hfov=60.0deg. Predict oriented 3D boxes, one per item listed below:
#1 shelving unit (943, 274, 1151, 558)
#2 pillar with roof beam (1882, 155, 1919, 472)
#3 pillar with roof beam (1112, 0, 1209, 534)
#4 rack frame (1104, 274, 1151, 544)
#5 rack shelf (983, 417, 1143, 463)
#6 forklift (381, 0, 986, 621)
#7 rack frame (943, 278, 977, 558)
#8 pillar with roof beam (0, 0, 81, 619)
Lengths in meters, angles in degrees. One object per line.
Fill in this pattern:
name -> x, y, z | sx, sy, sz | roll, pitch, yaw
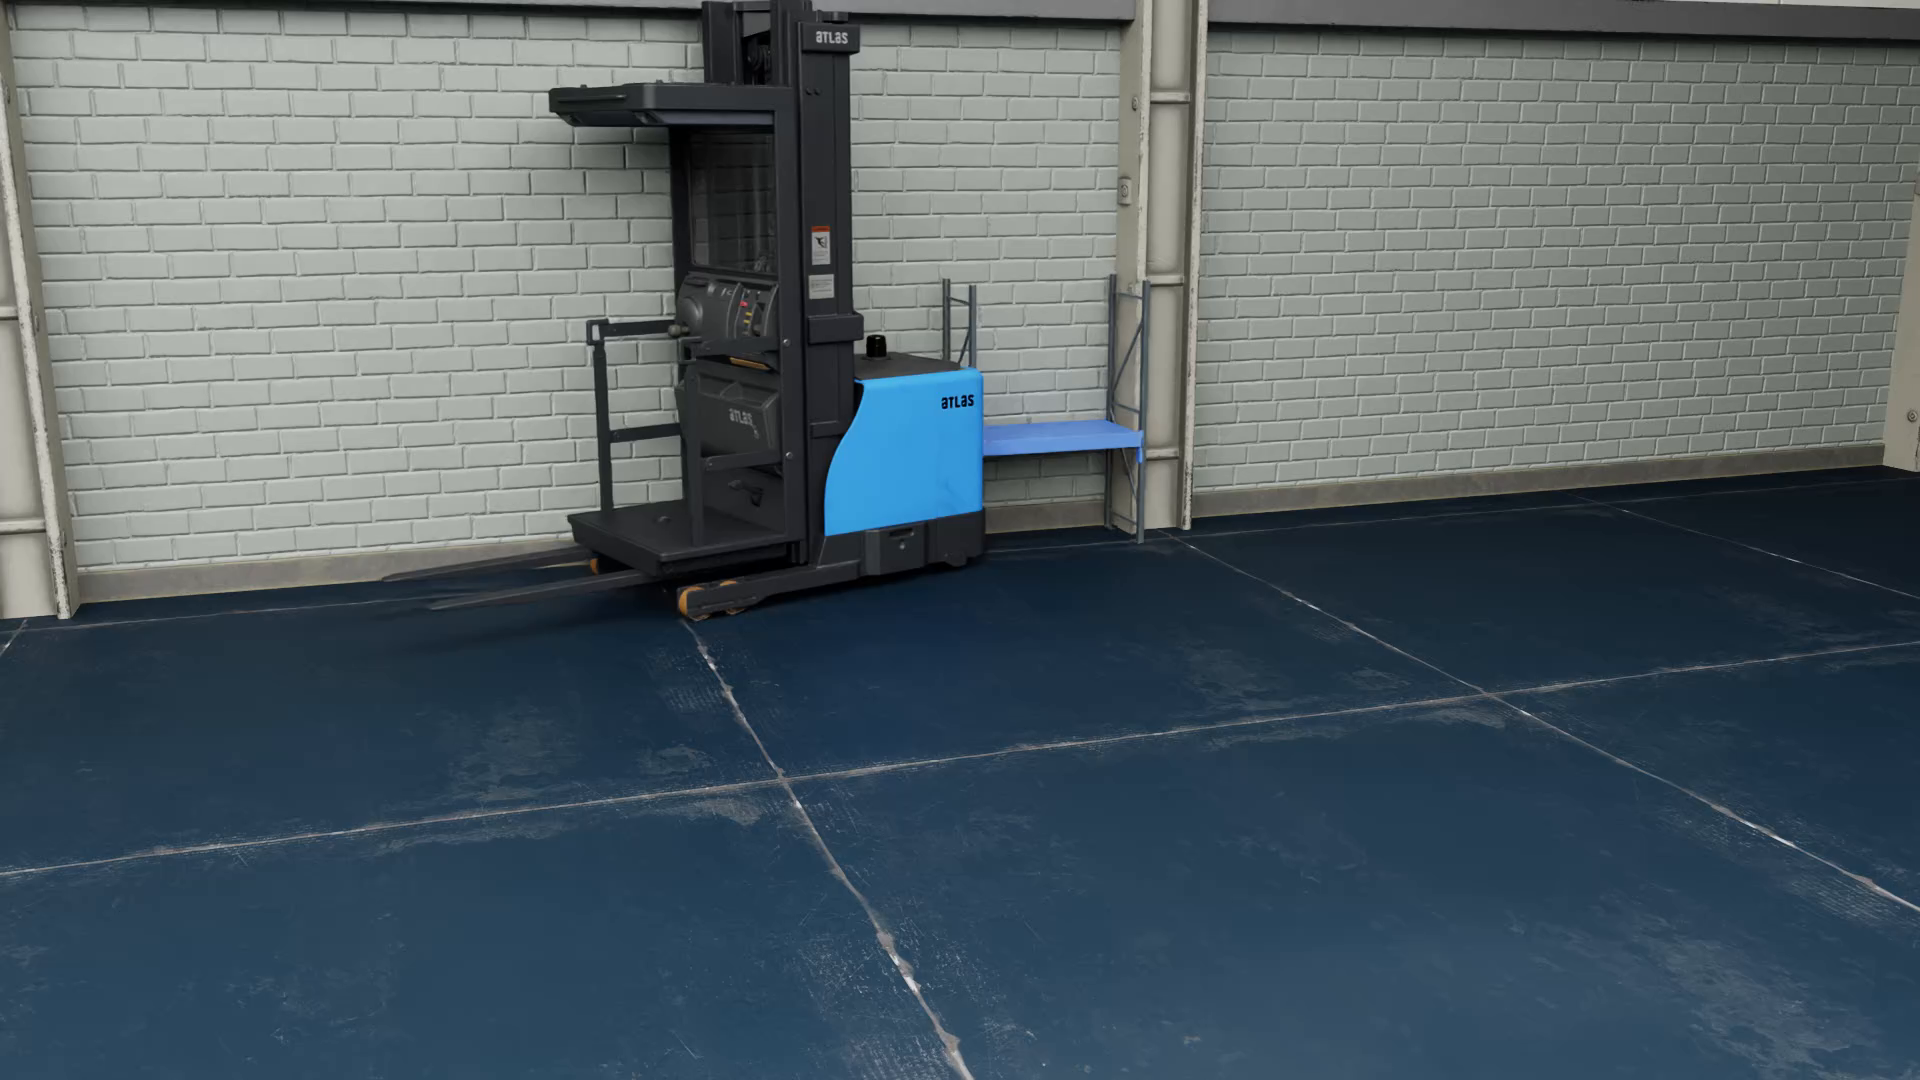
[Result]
shelving unit -> 0.479, -0.722, 9.439 | 1.048, 1.500, 0.538 | -4, 14, -18
pillar with roof beam -> 8.204, -3.960, 6.847 | 0.400, 9.000, 9.100 | -4, 14, -18
pillar with roof beam -> 2.517, -3.518, 4.985 | 0.400, 9.000, 9.100 | -4, 14, -18
rack frame -> 0.961, -0.760, 9.596 | 0.032, 1.500, 0.500 | -4, 14, -18
rack shelf -> 0.479, -0.548, 9.480 | 1.000, 0.185, 0.538 | -4, 14, -18
forklift -> -1.344, -1.174, 8.245 | 3.031, 2.935, 1.130 | -10, 17, -36
rack frame -> -0.003, -0.685, 9.281 | 0.032, 1.500, 0.500 | -4, 14, -18
pillar with roof beam -> -3.170, -3.075, 3.123 | 0.400, 9.000, 9.100 | -4, 14, -18
